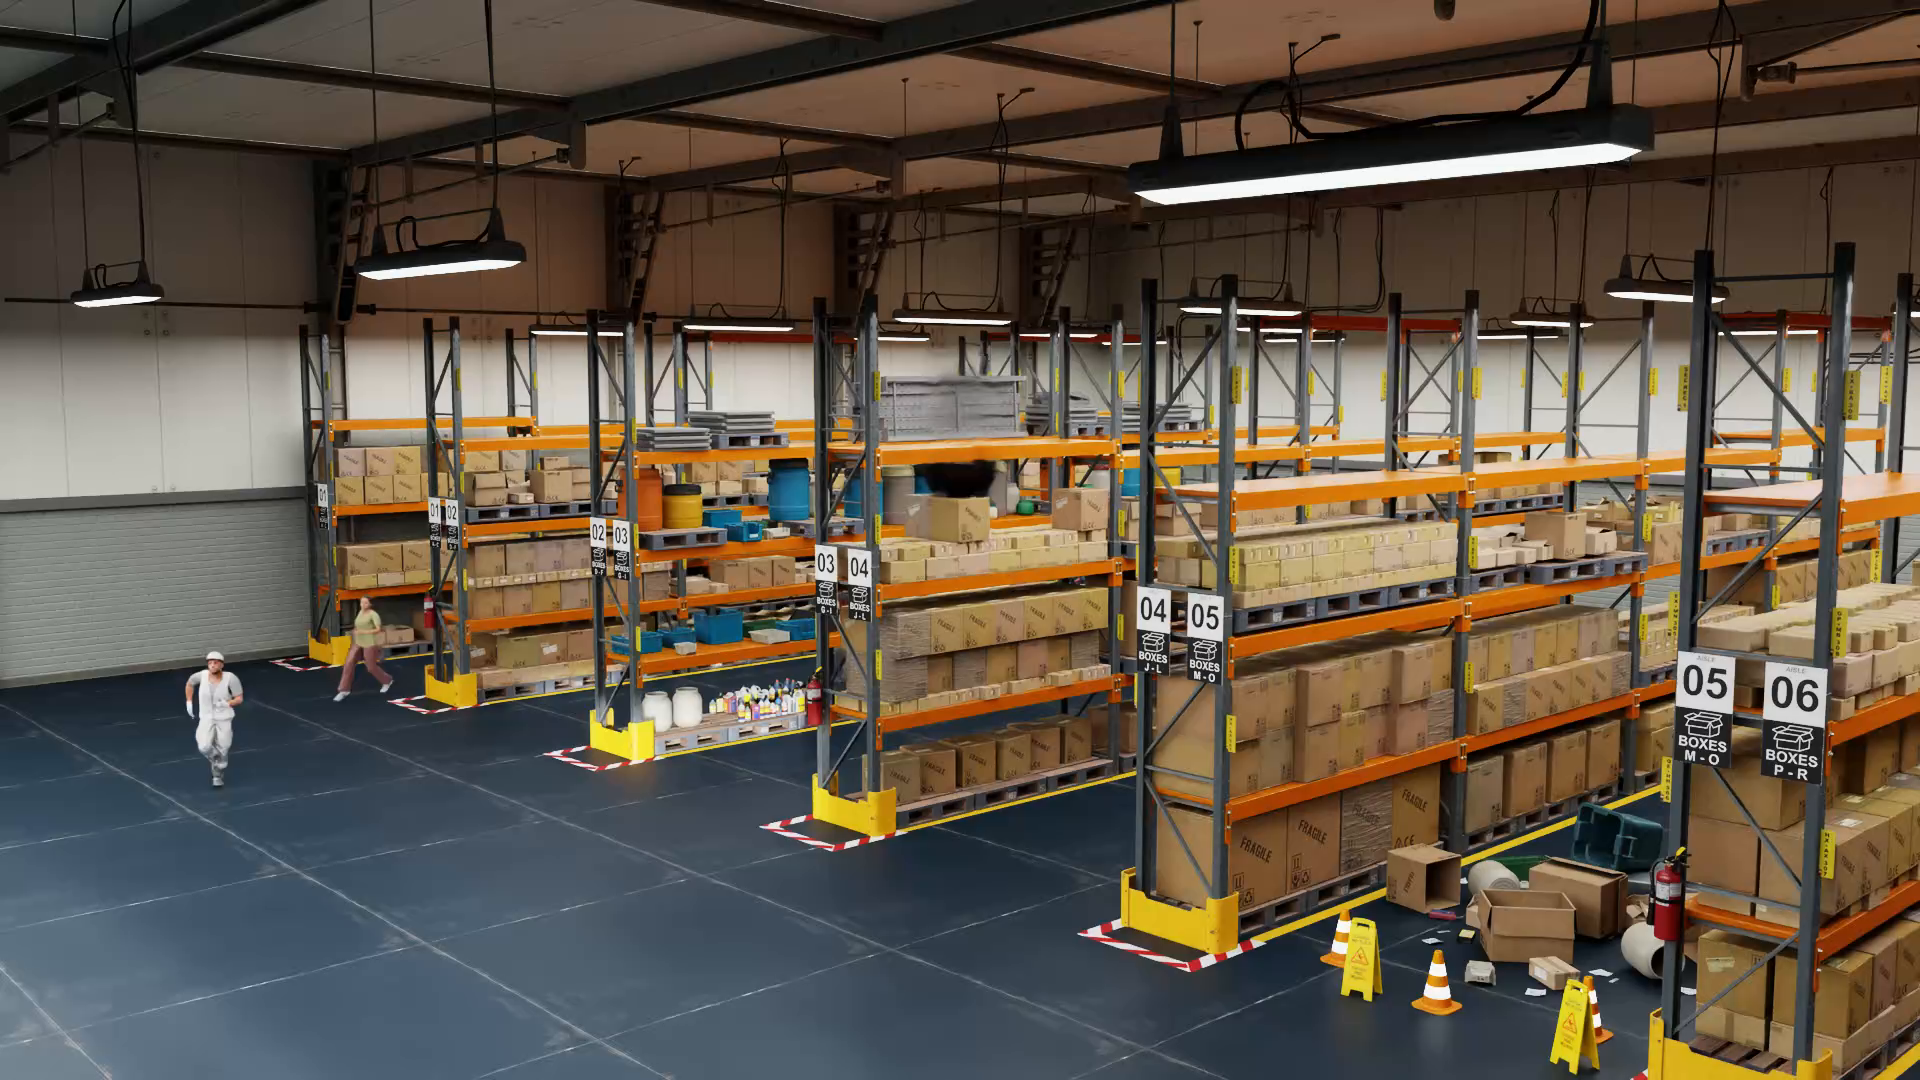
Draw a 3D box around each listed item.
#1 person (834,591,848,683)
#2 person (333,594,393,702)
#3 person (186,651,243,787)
[{"bbox_3d":[-1.948,1.491,27.808,0.688,1.811,0.857,5,8,41],"label":"person"},{"bbox_3d":[-9.394,1.682,26.326,0.595,1.662,0.969,3,6,27],"label":"person"},{"bbox_3d":[-9.211,2.226,20.512,0.709,1.727,0.697,-1,6,-12],"label":"person"}]
